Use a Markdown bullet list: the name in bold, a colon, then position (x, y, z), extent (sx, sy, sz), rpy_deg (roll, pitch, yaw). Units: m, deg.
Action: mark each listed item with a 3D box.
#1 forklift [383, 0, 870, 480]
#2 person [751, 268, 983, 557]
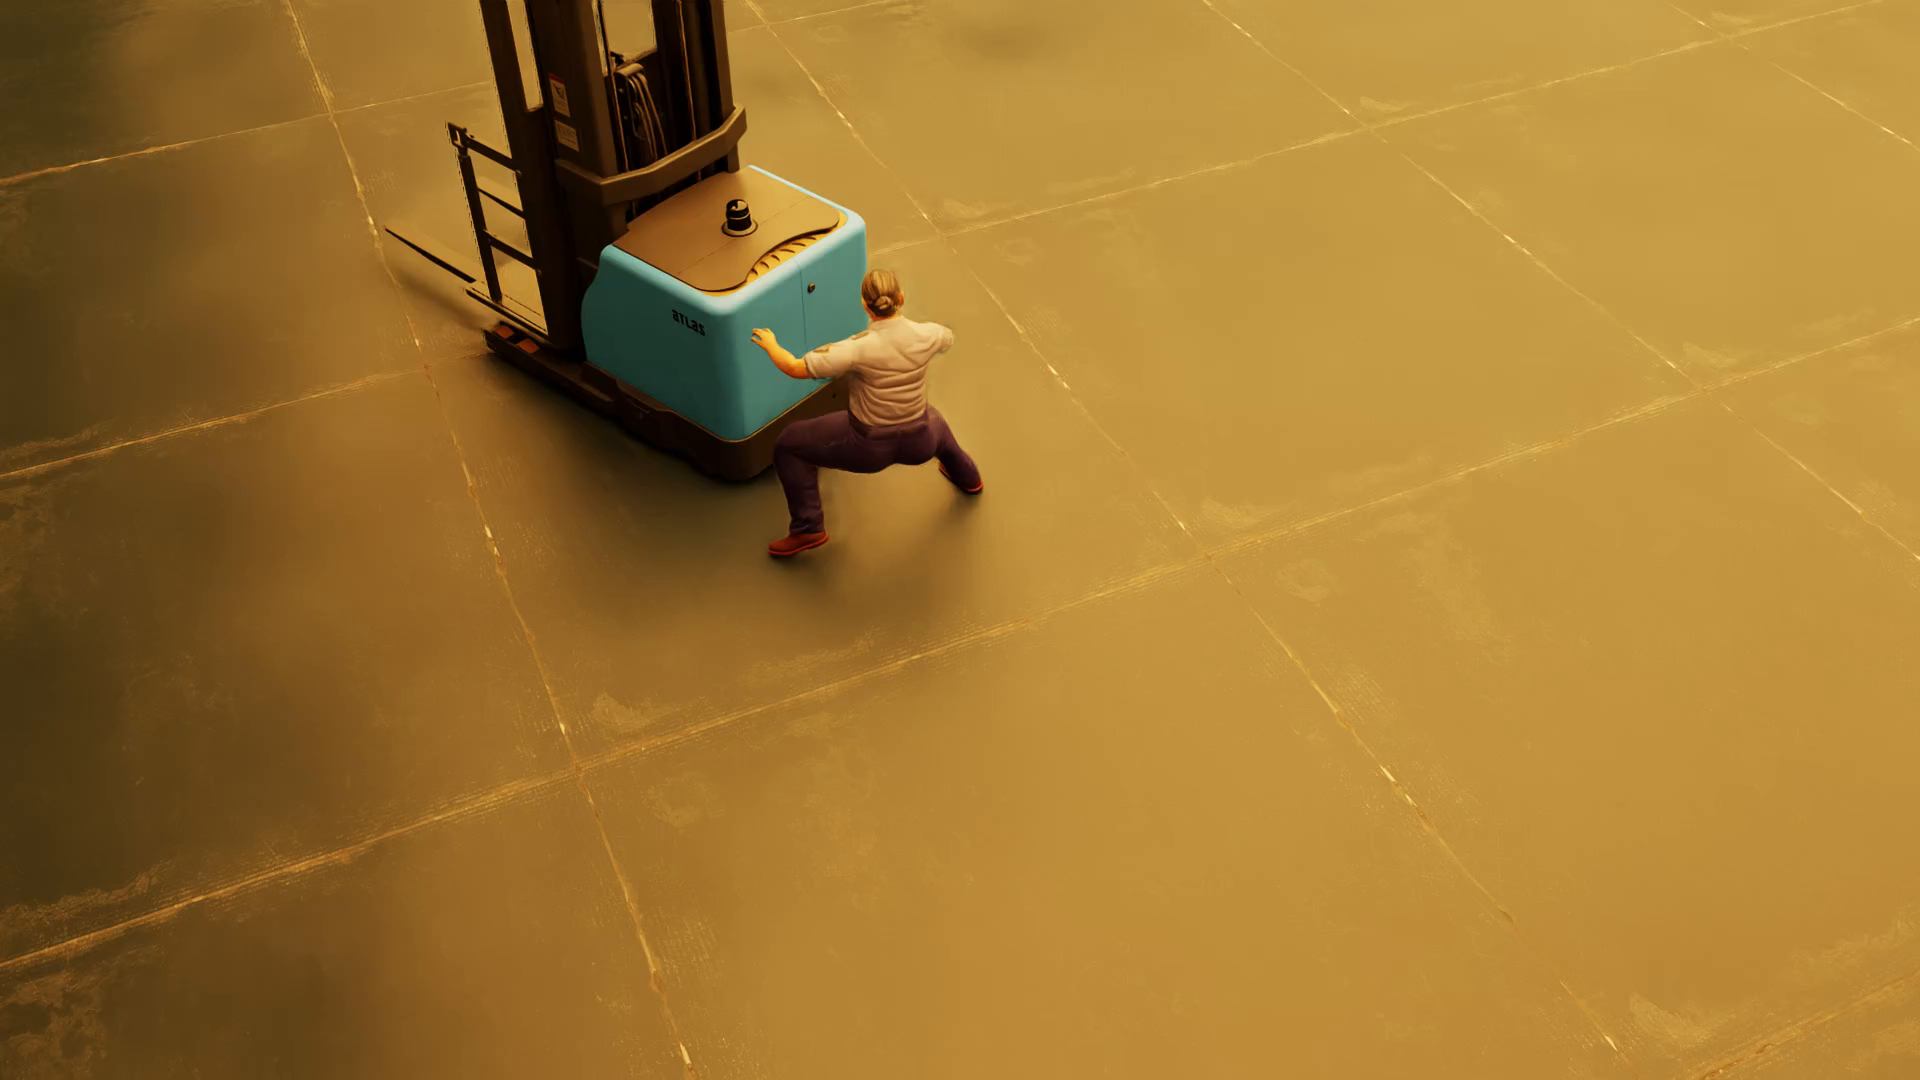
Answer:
- **forklift**: position (-1.891, -2.212, 8.051), extent (3.031, 2.935, 1.130), rpy_deg (29, 50, 28)
- **person**: position (-0.398, -0.625, 7.453), extent (1.113, 1.426, 0.661), rpy_deg (-15, 45, -15)
